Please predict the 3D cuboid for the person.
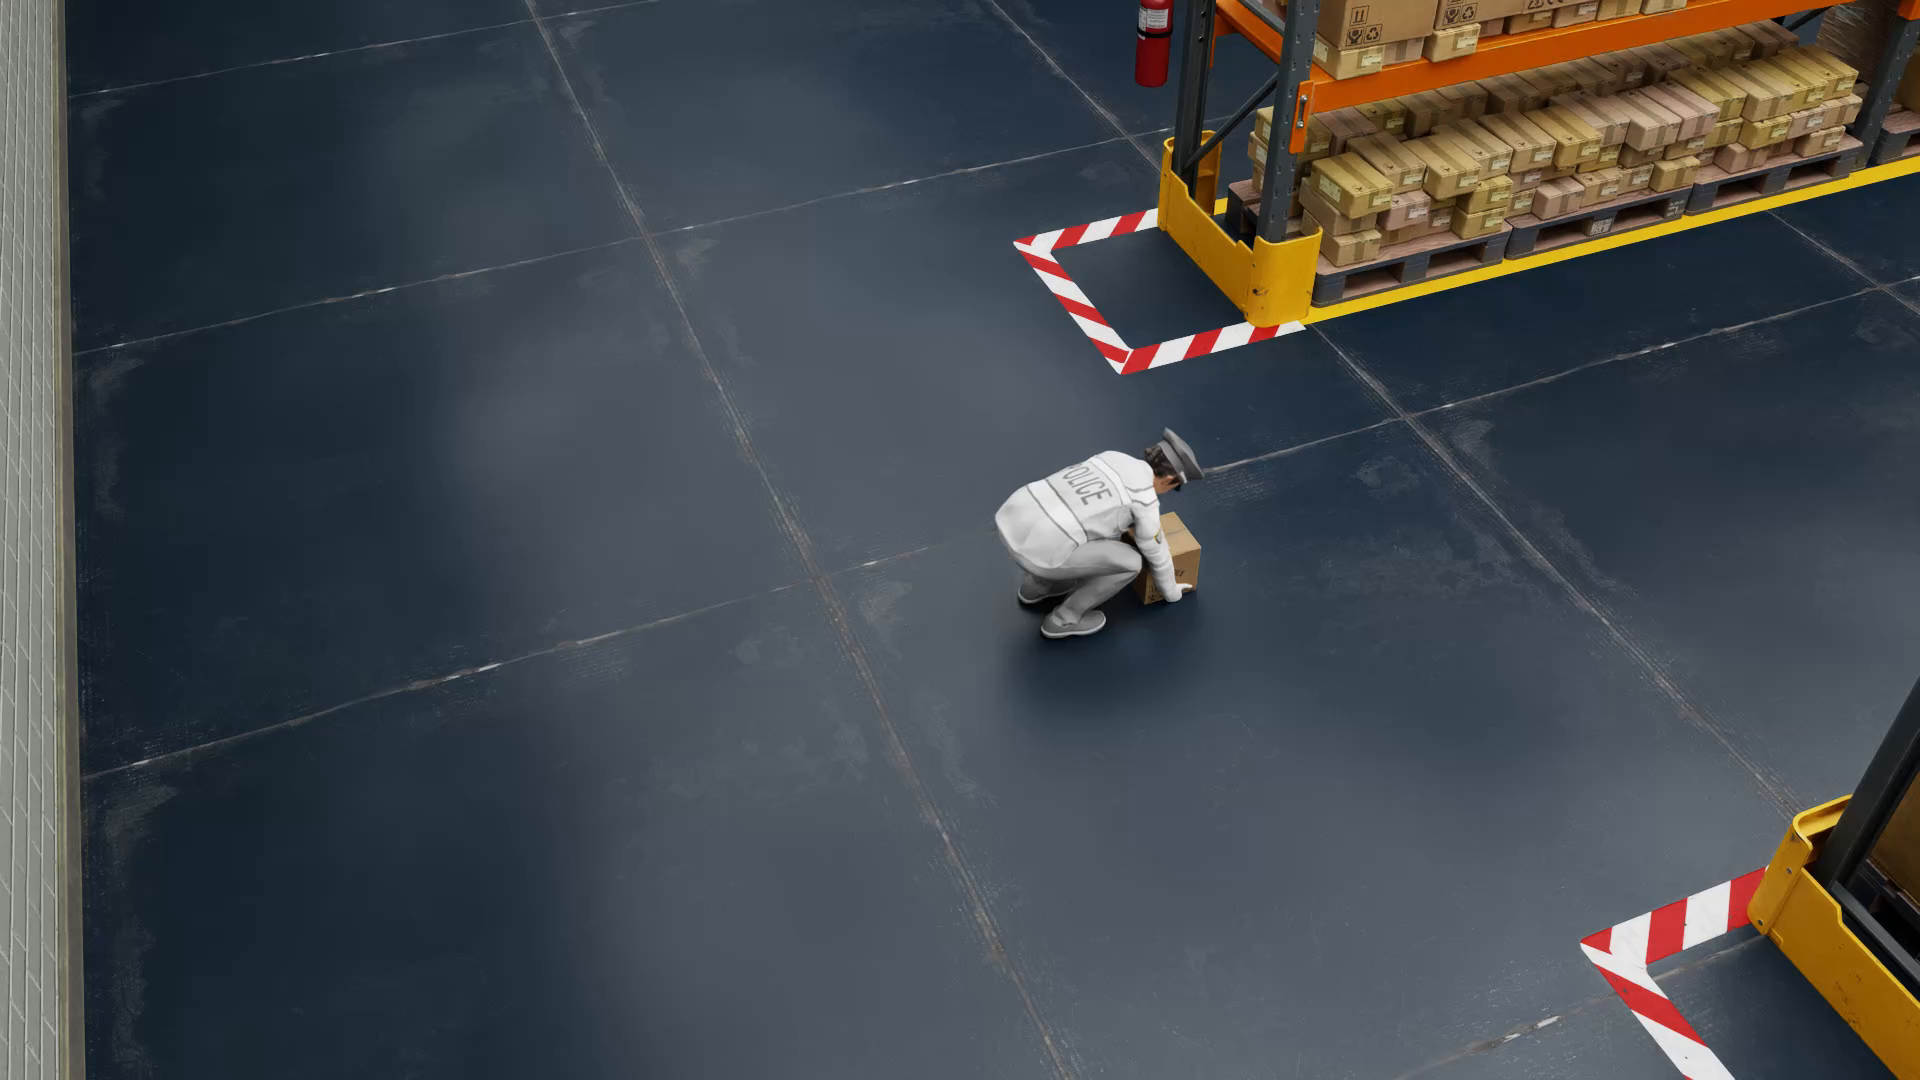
[{"bbox_3d":[0.481,-0.345,6.528,0.530,1.691,0.447,-16,44,-17],"label":"person"}]
